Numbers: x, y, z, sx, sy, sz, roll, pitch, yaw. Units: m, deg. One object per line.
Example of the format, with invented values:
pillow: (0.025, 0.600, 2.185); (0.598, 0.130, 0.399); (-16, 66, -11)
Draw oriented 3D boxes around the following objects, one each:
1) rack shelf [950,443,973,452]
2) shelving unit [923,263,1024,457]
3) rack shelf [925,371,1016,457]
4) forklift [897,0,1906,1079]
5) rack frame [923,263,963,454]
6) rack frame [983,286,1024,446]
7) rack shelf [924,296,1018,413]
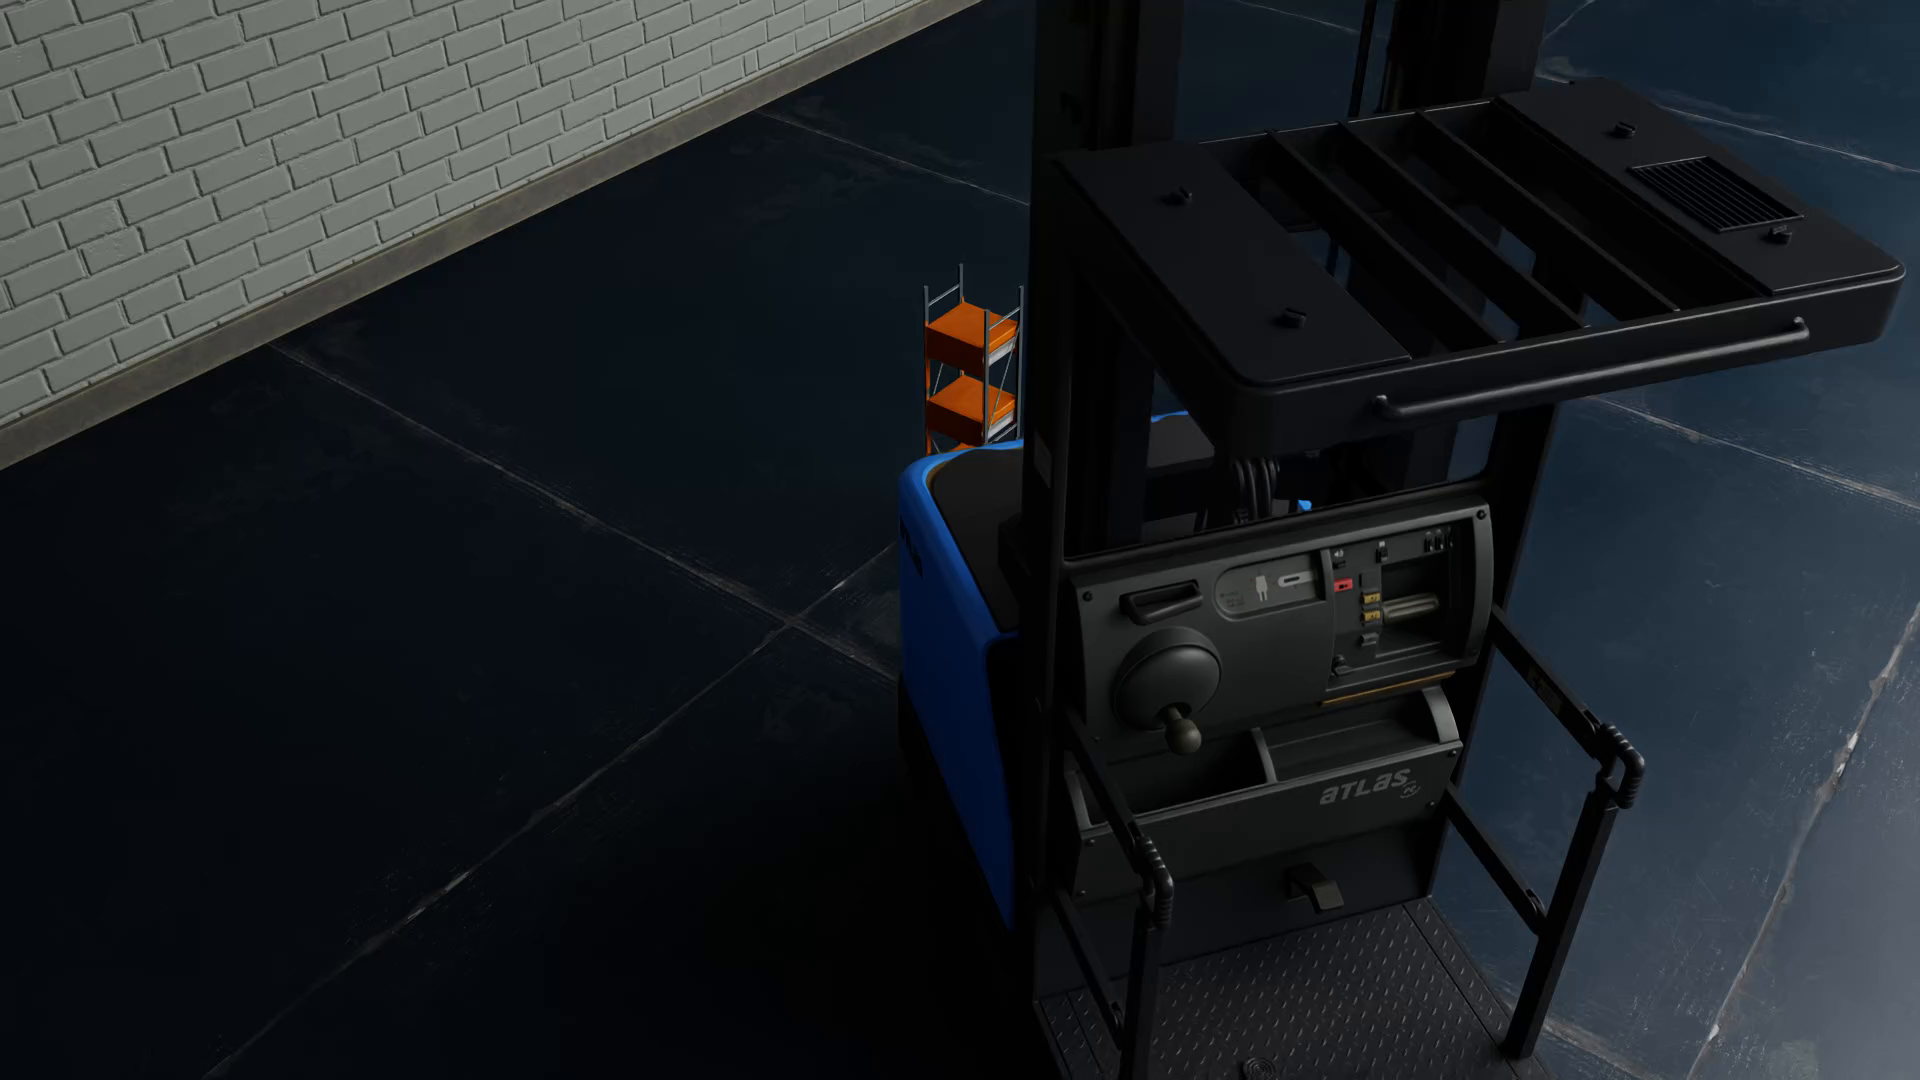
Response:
rack shelf: (0.043, -0.166, 5.794); (0.240, 0.259, 0.215); (25, 45, 29)
shelving unit: (0.042, -0.393, 5.616); (0.252, 1.050, 0.215); (25, 45, 29)
rack shelf: (0.042, -0.385, 5.623); (0.240, 0.259, 0.215); (25, 45, 29)
forklift: (0.746, 0.250, 3.268); (1.130, 2.935, 3.031); (-11, 39, -14)
rack frame: (-0.054, -0.439, 5.674); (0.008, 1.050, 0.200); (25, 45, 29)
rack frame: (0.139, -0.348, 5.558); (0.008, 1.050, 0.200); (25, 45, 29)
rack shelf: (0.042, -0.608, 5.448); (0.240, 0.259, 0.215); (25, 45, 29)
